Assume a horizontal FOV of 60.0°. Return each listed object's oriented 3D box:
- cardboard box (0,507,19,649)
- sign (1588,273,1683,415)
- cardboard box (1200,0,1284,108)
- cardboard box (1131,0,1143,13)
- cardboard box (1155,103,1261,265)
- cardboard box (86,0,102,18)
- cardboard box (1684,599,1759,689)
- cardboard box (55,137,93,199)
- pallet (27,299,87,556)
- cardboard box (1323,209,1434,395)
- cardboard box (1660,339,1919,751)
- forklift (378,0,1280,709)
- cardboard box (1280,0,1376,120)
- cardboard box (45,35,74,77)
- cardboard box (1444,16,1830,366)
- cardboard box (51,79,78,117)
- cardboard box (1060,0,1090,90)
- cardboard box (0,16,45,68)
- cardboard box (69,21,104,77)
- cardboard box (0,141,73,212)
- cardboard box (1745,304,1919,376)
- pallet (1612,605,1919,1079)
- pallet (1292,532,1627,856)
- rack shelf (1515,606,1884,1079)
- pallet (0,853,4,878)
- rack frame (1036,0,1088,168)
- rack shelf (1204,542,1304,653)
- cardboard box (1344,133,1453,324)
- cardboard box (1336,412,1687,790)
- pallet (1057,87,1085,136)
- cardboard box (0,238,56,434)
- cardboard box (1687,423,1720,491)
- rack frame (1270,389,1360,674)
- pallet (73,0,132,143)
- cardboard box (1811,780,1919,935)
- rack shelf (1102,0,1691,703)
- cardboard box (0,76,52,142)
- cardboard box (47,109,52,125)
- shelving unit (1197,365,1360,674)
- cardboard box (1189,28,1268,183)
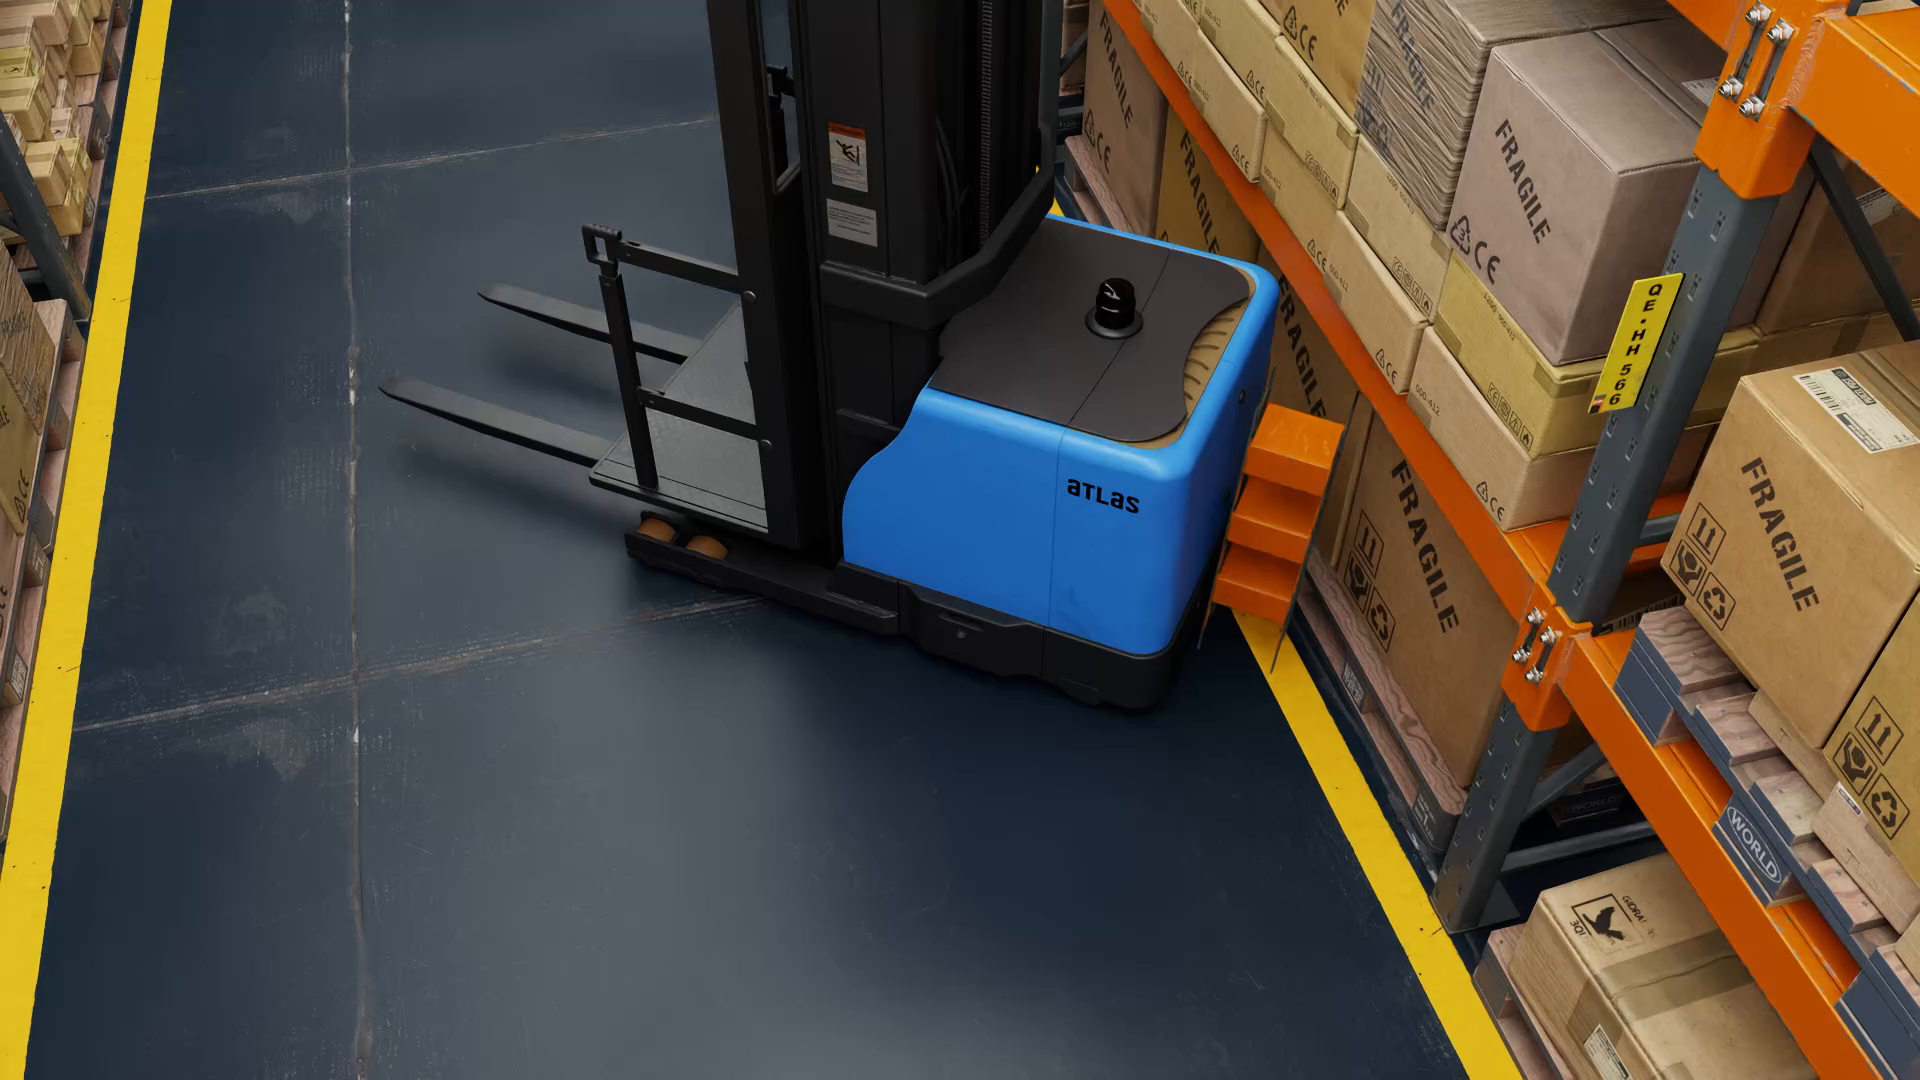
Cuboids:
[{"bbox_3d":[-3.257,0.043,5.064,0.500,0.500,0.500,-12,47,-11],"label":"cardboard box"},{"bbox_3d":[1.299,-0.374,3.205,0.100,0.325,0.005,-11,47,-10],"label":"sign"},{"bbox_3d":[1.046,-1.544,4.918,0.500,0.250,0.500,-12,47,-12],"label":"cardboard box"},{"bbox_3d":[0.802,-2.072,5.786,0.500,0.250,0.500,-12,47,-11],"label":"cardboard box"},{"bbox_3d":[1.286,-1.202,6.021,0.875,0.875,0.875,-9,46,-9],"label":"cardboard box"},{"bbox_3d":[-4.137,-2.483,7.577,0.380,0.149,0.250,-10,46,-10],"label":"cardboard box"},{"bbox_3d":[1.738,0.127,3.407,0.380,0.149,0.250,-13,47,-13],"label":"cardboard box"},{"bbox_3d":[-3.799,-1.502,6.824,0.380,0.149,0.250,-9,46,-9],"label":"cardboard box"},{"bbox_3d":[-3.748,-0.346,5.941,1.003,0.211,1.213,-11,47,-10],"label":"pallet"},{"bbox_3d":[1.308,-0.671,4.413,0.500,0.250,0.500,-10,46,-10],"label":"cardboard box"},{"bbox_3d":[1.726,-0.005,3.083,0.500,0.500,0.500,-12,47,-11],"label":"cardboard box"},{"bbox_3d":[-0.575,-1.206,4.880,3.031,2.935,1.130,17,48,16],"label":"forklift"},{"bbox_3d":[1.190,-1.463,4.314,0.500,0.500,0.500,-11,47,-10],"label":"cardboard box"},{"bbox_3d":[-4.095,-2.122,7.223,0.380,0.149,0.250,-9,46,-8],"label":"cardboard box"},{"bbox_3d":[1.450,-0.766,3.631,0.500,0.500,0.500,-12,47,-11],"label":"cardboard box"},{"bbox_3d":[-4.026,-1.830,7.145,0.380,0.149,0.250,-12,47,-11],"label":"cardboard box"},{"bbox_3d":[0.754,-2.537,7.636,0.875,0.438,0.875,-11,47,-11],"label":"cardboard box"},{"bbox_3d":[-4.051,-2.035,6.929,0.380,0.149,0.250,-12,47,-11],"label":"cardboard box"},{"bbox_3d":[-4.102,-2.207,7.514,0.380,0.149,0.250,-12,47,-11],"label":"cardboard box"},{"bbox_3d":[-3.732,-1.421,6.536,0.380,0.149,0.250,-9,46,-8],"label":"cardboard box"},{"bbox_3d":[1.944,-0.590,3.983,0.500,0.250,0.500,-11,47,-11],"label":"cardboard box"},{"bbox_3d":[2.120,0.467,3.326,1.213,0.211,1.003,-11,47,-10],"label":"pallet"},{"bbox_3d":[1.706,0.346,5.263,1.003,0.211,1.213,-11,47,-10],"label":"pallet"},{"bbox_3d":[2.347,1.560,2.624,1.077,0.370,4.000,-11,47,-10],"label":"rack shelf"},{"bbox_3d":[-3.123,1.339,4.290,1.003,0.211,1.213,-11,47,-10],"label":"pallet"},{"bbox_3d":[0.811,-2.834,6.427,1.000,3.000,0.127,-11,47,-10],"label":"rack frame"},{"bbox_3d":[0.933,0.162,5.249,0.240,0.259,0.215,18,48,13],"label":"rack shelf"},{"bbox_3d":[1.330,-0.836,4.224,0.500,0.250,0.500,-12,47,-11],"label":"cardboard box"},{"bbox_3d":[1.738,0.032,4.812,0.875,0.875,0.875,-11,47,-11],"label":"cardboard box"},{"bbox_3d":[0.692,-2.397,7.951,1.003,0.211,1.213,-11,47,-10],"label":"pallet"},{"bbox_3d":[-3.515,-0.666,5.759,0.500,0.500,0.500,-12,47,-11],"label":"cardboard box"},{"bbox_3d":[1.953,-0.404,4.150,0.500,0.250,0.500,-11,47,-11],"label":"cardboard box"},{"bbox_3d":[1.062,0.002,5.013,0.008,1.050,0.200,18,48,13],"label":"rack frame"},{"bbox_3d":[-4.470,-2.184,7.743,1.003,0.211,1.213,-11,47,-10],"label":"pallet"},{"bbox_3d":[1.804,0.526,3.016,0.380,0.149,0.250,-14,47,-13],"label":"cardboard box"},{"bbox_3d":[1.323,-1.201,5.331,1.077,0.370,4.000,-11,47,-10],"label":"rack shelf"},{"bbox_3d":[-3.850,-1.693,6.595,0.380,0.149,0.250,-9,46,-8],"label":"cardboard box"},{"bbox_3d":[-3.981,-1.741,6.850,0.380,0.149,0.250,-11,47,-11],"label":"cardboard box"},{"bbox_3d":[0.949,-0.036,5.040,0.252,1.050,0.215,18,48,13],"label":"shelving unit"},{"bbox_3d":[1.037,-1.369,5.096,0.500,0.250,0.500,-11,47,-11],"label":"cardboard box"}]
